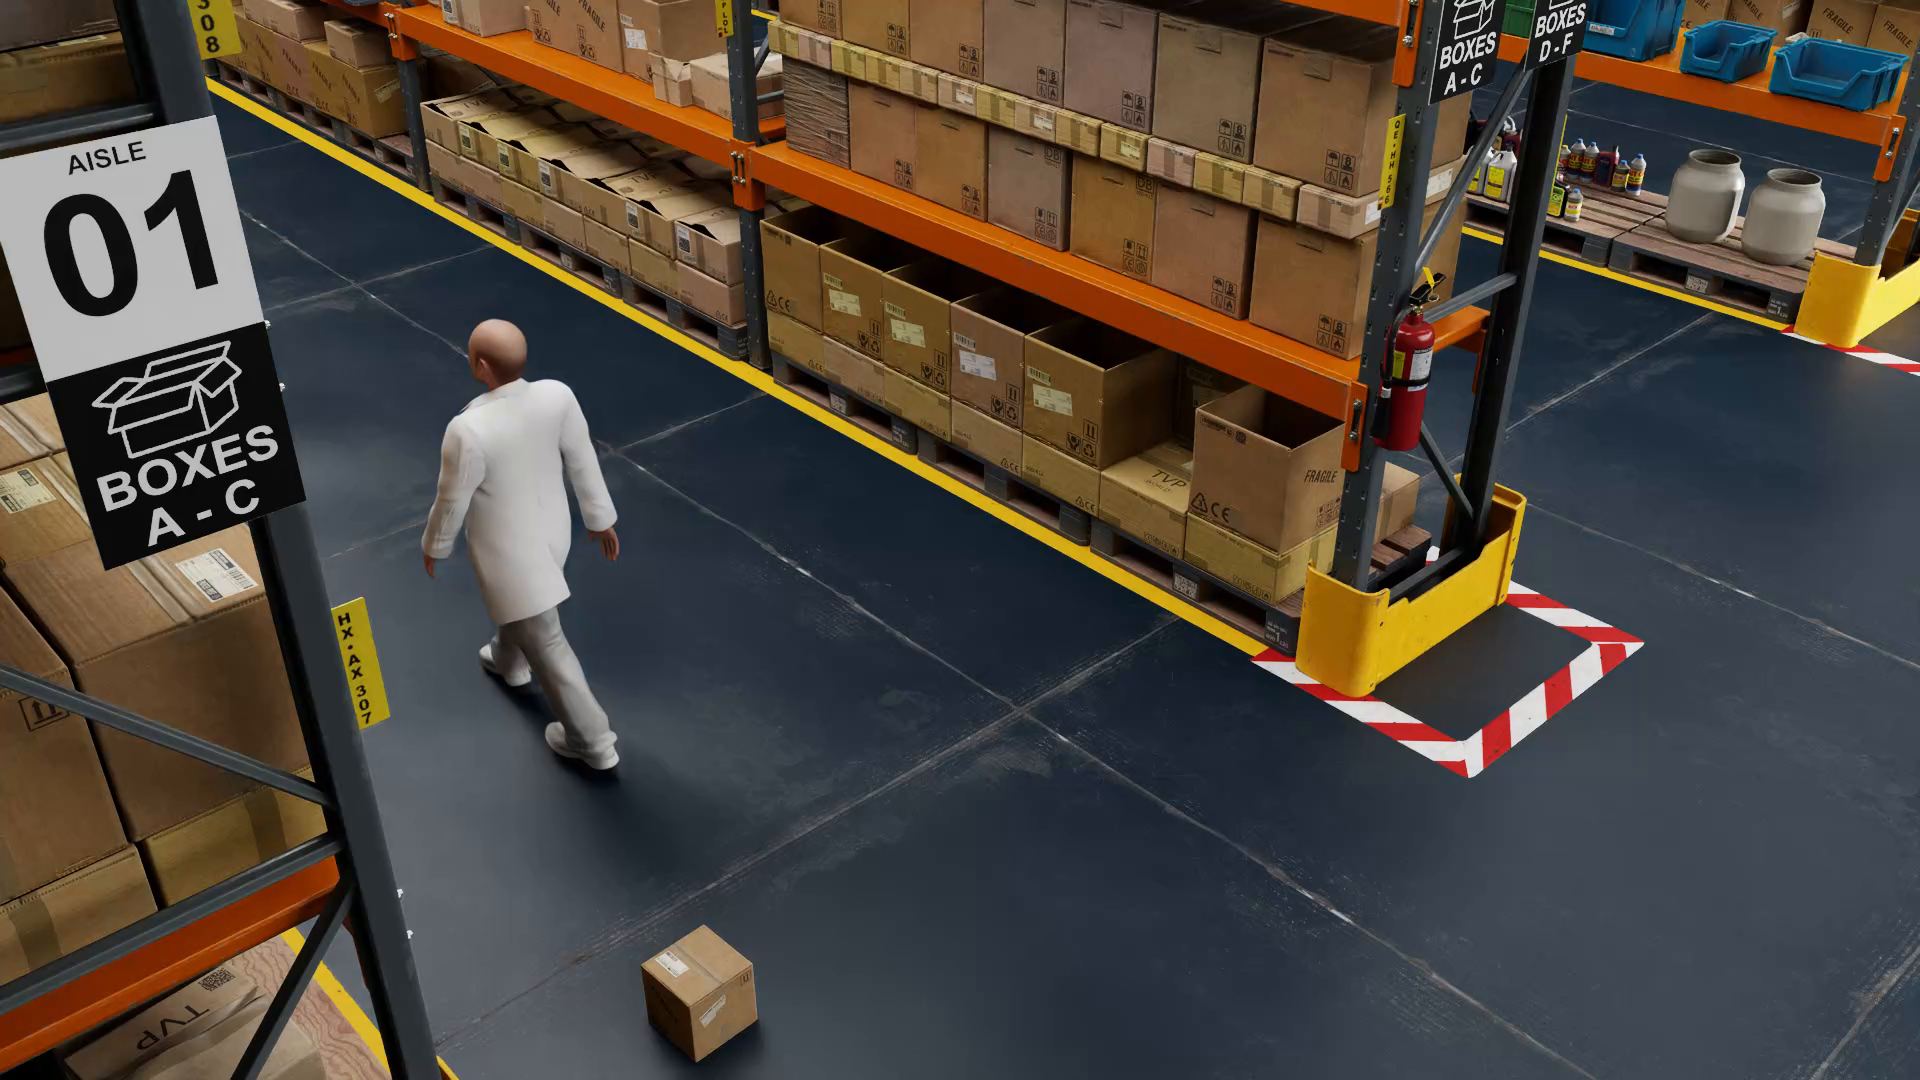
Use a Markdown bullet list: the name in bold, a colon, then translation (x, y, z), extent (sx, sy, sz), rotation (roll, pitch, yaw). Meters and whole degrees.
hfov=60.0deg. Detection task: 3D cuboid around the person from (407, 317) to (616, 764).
- **person**: translation (-1.744, -0.056, 6.219), extent (1.140, 1.710, 0.613), rotation (19, 36, 28)
